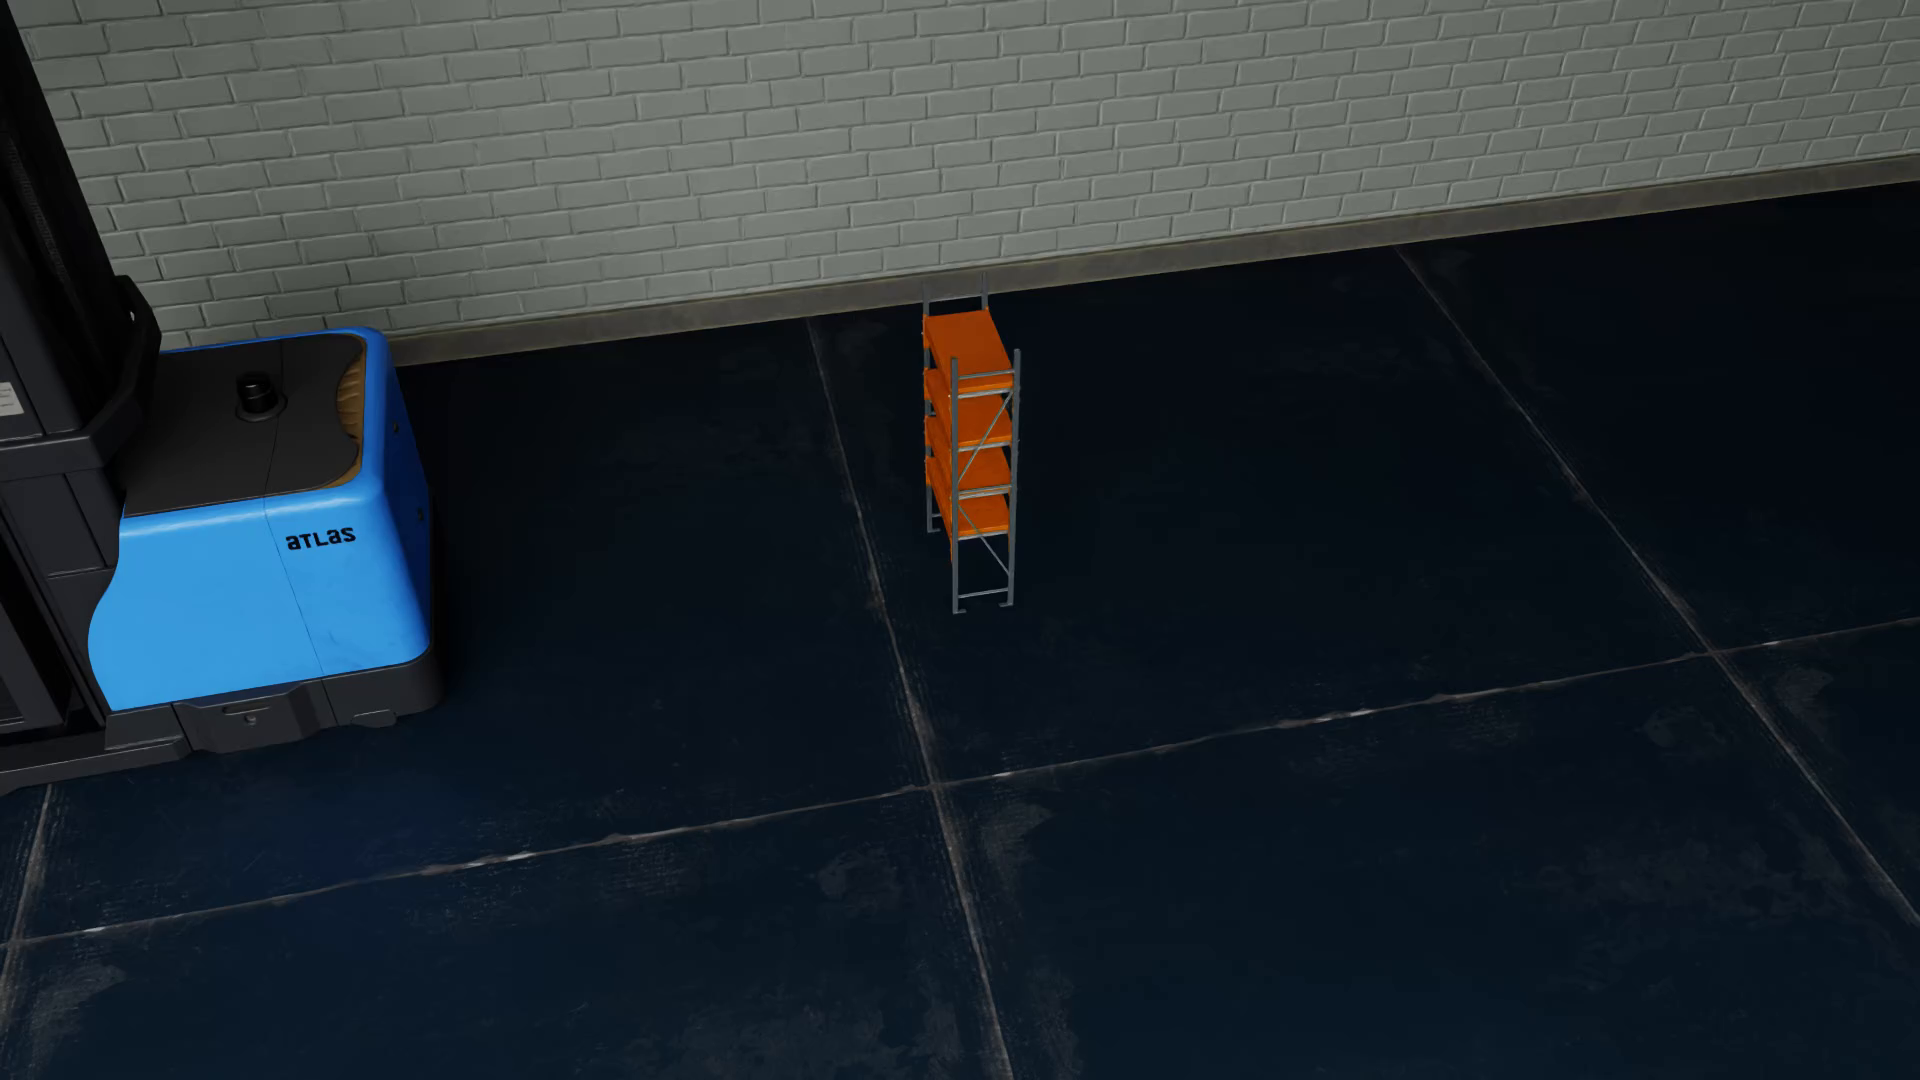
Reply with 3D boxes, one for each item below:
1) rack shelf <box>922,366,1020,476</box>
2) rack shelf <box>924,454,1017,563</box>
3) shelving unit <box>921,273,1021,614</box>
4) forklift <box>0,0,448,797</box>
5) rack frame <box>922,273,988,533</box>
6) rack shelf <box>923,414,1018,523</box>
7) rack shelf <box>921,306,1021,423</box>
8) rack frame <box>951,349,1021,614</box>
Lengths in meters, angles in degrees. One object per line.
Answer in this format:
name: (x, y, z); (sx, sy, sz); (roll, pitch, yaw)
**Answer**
rack shelf: (0.036, -0.458, 6.127); (0.258, 0.148, 0.480); (-8, 42, -9)
rack shelf: (0.036, -0.143, 6.407); (0.258, 0.148, 0.480); (-8, 42, -9)
shelving unit: (0.036, -0.341, 6.231); (0.258, 1.200, 0.503); (-8, 42, -9)
forklift: (-3.431, -0.542, 5.152); (3.031, 2.935, 1.130); (-9, 42, -10)
rack frame: (-0.017, -0.500, 6.409); (0.240, 1.200, 0.015); (-8, 42, -9)
rack shelf: (0.036, -0.291, 6.275); (0.258, 0.148, 0.480); (-8, 42, -9)
rack shelf: (0.036, -0.635, 5.970); (0.258, 0.148, 0.480); (-8, 42, -9)
rack frame: (0.088, -0.183, 6.053); (0.240, 1.200, 0.015); (-8, 42, -9)
